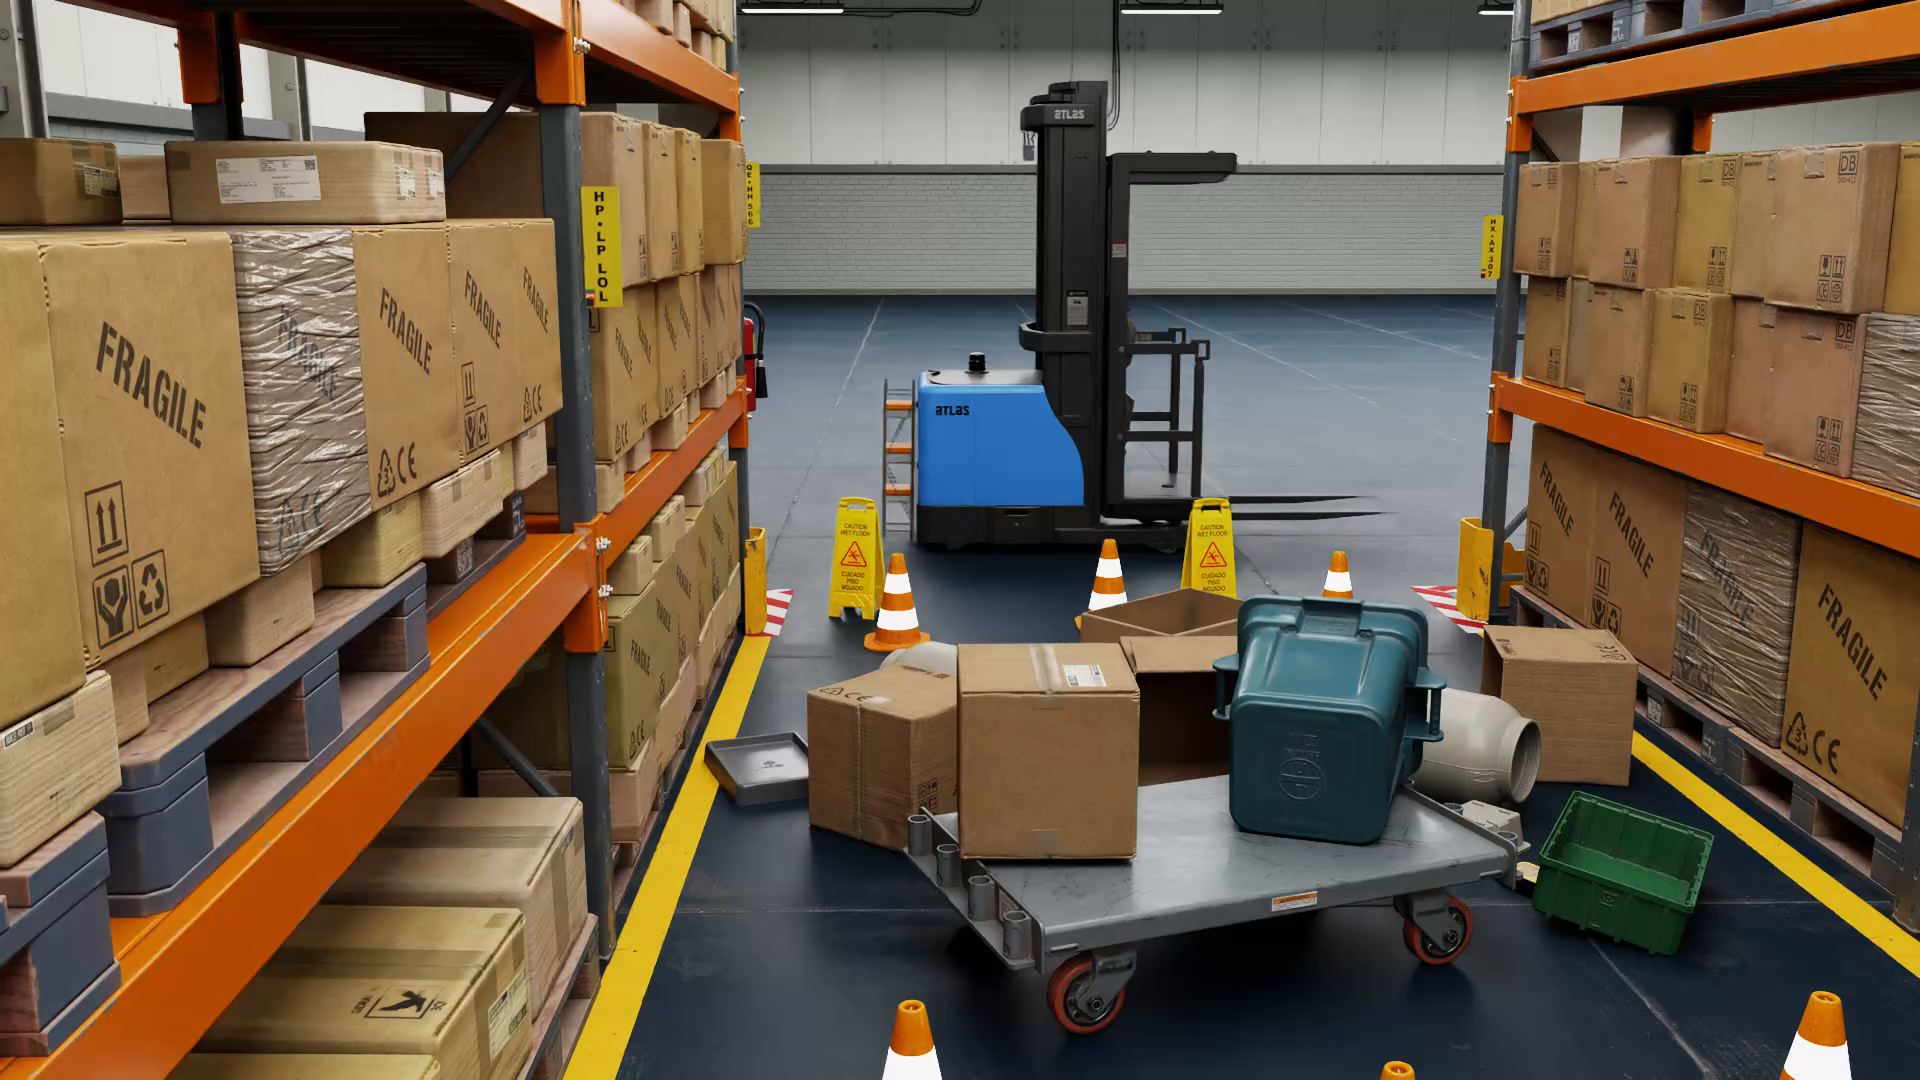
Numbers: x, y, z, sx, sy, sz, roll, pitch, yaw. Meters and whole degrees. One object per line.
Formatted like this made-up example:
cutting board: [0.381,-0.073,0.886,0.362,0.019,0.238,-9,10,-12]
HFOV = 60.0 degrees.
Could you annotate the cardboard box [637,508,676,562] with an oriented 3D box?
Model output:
cardboard box: [-1.232,-0.020,5.956,0.380,0.149,0.250,0,11,1]

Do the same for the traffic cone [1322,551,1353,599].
traffic cone: [1.921,0.288,8.474,0.336,0.463,0.334,0,11,-1]

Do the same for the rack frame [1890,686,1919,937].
rack frame: [3.412,-0.271,4.852,1.000,3.000,0.127,0,11,-1]

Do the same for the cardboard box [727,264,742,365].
cardboard box: [-1.331,-1.114,8.006,0.500,0.500,0.500,0,11,-2]

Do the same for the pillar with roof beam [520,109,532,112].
pillar with roof beam: [-3.659,-8.591,30.774,9.100,9.000,0.400,0,11,-1]

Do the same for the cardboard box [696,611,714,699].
cardboard box: [-1.313,0.482,6.997,0.500,0.250,0.500,-1,11,-3]

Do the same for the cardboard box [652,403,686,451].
cardboard box: [-1.238,-0.426,6.247,0.380,0.149,0.250,0,11,-1]

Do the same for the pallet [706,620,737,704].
pallet: [-1.634,0.517,7.978,1.003,0.211,1.213,0,11,-1]

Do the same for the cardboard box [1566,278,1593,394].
cardboard box: [3.416,-0.957,7.855,0.875,0.550,0.550,0,11,-1]

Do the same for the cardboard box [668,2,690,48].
cardboard box: [-1.254,-1.998,6.451,0.380,0.149,0.250,0,11,-2]

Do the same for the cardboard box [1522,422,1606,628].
cardboard box: [3.409,-0.096,8.278,0.875,0.875,0.875,0,11,-1]

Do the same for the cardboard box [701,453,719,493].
cardboard box: [-1.263,-0.289,7.280,0.380,0.149,0.250,0,11,0]

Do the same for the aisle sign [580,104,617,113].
aisle sign: [-1.929,-2.311,8.368,0.394,0.787,0.004,0,11,-1]

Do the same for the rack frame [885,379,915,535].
rack frame: [-0.408,-0.551,11.121,0.200,1.050,0.008,1,11,-2]

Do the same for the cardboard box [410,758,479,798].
cardboard box: [-1.816,0.794,5.458,0.500,0.250,0.500,0,11,1]

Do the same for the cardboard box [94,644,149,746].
cardboard box: [-1.273,0.203,2.090,0.380,0.149,0.250,0,11,2]

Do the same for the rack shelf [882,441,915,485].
rack shelf: [-0.406,-0.516,11.004,0.215,0.259,0.240,1,11,-2]

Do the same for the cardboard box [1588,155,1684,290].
cardboard box: [3.278,-1.374,7.196,0.875,0.550,0.550,0,11,-1]

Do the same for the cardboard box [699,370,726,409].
cardboard box: [-1.260,-0.677,7.486,0.380,0.149,0.250,0,11,0]

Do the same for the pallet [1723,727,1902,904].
pallet: [3.475,0.944,5.876,1.003,0.211,1.213,0,11,-1]

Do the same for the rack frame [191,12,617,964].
rack frame: [-1.535,-0.231,4.653,1.000,3.000,0.127,0,11,-1]

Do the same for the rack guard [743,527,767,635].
rack guard: [-1.616,0.214,8.746,1.175,0.500,0.348,0,11,-1]

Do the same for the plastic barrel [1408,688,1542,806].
plastic barrel: [1.855,0.772,6.189,0.512,0.421,0.421,9,15,38]

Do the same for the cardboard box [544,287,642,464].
cardboard box: [-1.265,-0.514,5.050,0.500,0.500,0.500,0,11,-1]

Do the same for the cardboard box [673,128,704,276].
cardboard box: [-1.299,-1.206,5.943,0.700,0.500,0.500,0,11,-2]

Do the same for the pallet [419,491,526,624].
pallet: [-1.664,0.016,3.920,1.003,0.211,1.213,0,11,-1]

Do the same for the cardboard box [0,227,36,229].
cardboard box: [-1.783,-0.237,2.628,0.500,0.500,0.500,-1,11,-3]

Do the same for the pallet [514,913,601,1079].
pallet: [-1.517,1.290,4.167,1.003,0.211,1.213,0,11,-1]

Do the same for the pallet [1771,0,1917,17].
pallet: [3.406,-1.861,5.365,1.003,0.211,1.213,0,11,-1]

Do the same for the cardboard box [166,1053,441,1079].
cardboard box: [-1.487,1.236,2.973,0.950,0.372,0.625,0,11,1]

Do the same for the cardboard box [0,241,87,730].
cardboard box: [-1.248,-0.030,1.608,0.500,0.500,0.500,0,11,2]

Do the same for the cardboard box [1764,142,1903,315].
cardboard box: [3.311,-1.056,5.629,0.875,0.550,0.550,0,11,-1]

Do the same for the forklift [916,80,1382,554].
forklift: [1.227,-1.456,10.862,3.031,2.935,1.130,0,11,-1]

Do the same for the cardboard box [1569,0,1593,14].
cardboard box: [3.027,-2.498,7.609,0.380,0.149,0.250,0,11,-1]

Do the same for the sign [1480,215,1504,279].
sign: [2.774,-1.528,8.672,0.100,0.325,0.005,0,11,-1]

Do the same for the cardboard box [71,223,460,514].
cardboard box: [-1.280,-0.339,3.132,0.500,0.500,0.500,0,11,1]

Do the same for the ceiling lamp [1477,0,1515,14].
ceiling lamp: [11.189,-11.938,32.588,2.000,3.185,0.800,0,11,-1]

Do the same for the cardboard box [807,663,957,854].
cardboard box: [-0.197,0.774,5.979,0.500,0.500,0.500,9,15,38]

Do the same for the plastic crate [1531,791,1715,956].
plastic crate: [2.099,1.049,5.270,0.450,0.188,0.662,17,18,26]

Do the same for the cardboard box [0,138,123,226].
cardboard box: [-1.753,-0.639,2.977,0.380,0.149,0.250,0,11,2]

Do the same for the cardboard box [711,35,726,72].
cardboard box: [-1.293,-2.254,7.712,0.380,0.149,0.250,0,11,-1]

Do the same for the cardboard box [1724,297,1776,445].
cardboard box: [3.465,-0.635,6.268,0.875,0.550,0.550,0,11,-1]

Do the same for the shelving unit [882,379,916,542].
shelving unit: [-0.405,-0.526,11.002,0.215,1.050,0.252,1,11,-2]

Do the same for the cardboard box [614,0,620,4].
cardboard box: [-1.327,-1.792,5.434,0.380,0.149,0.250,0,11,1]

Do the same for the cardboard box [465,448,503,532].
cardboard box: [-1.219,-0.109,3.627,0.380,0.149,0.250,0,11,-2]

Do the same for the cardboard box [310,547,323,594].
cardboard box: [-1.339,0.043,2.877,0.380,0.149,0.250,-1,11,-3]

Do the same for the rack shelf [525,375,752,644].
rack shelf: [-1.576,-0.276,6.684,1.077,0.370,4.000,0,11,-1]

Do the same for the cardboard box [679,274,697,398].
cardboard box: [-1.327,-0.814,6.528,0.500,0.500,0.500,0,11,0]

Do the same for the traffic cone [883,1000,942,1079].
traffic cone: [-0.109,1.253,3.718,0.336,0.463,0.334,0,11,-1]

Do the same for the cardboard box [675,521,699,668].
cardboard box: [-1.309,0.216,6.426,0.500,0.500,0.500,0,11,2]

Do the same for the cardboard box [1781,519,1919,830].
cardboard box: [3.469,0.439,5.639,0.875,0.875,0.875,0,11,0]

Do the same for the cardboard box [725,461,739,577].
cardboard box: [-1.340,-0.094,7.949,0.500,0.500,0.500,0,11,-1]

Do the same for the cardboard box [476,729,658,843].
cardboard box: [-1.277,0.792,5.468,0.500,0.250,0.500,-1,11,-4]

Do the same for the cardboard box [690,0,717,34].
cardboard box: [-1.342,-2.368,7.270,0.500,0.250,0.500,0,11,-2]

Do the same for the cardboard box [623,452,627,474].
cardboard box: [-1.314,-0.274,5.499,0.380,0.149,0.250,0,11,-1]

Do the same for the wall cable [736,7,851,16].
wall cable: [-4.121,-11.322,39.340,3.097,2.526,0.112,0,11,-1]

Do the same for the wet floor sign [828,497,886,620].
wet floor sign: [-0.552,0.086,9.014,0.267,0.644,0.232,4,12,18]

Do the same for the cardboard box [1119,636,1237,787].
cardboard box: [0.978,0.656,6.221,0.797,0.637,0.503,0,11,-1]

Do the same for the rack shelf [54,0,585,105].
rack shelf: [-1.493,-0.951,2.466,1.077,0.370,4.000,0,11,-1]
